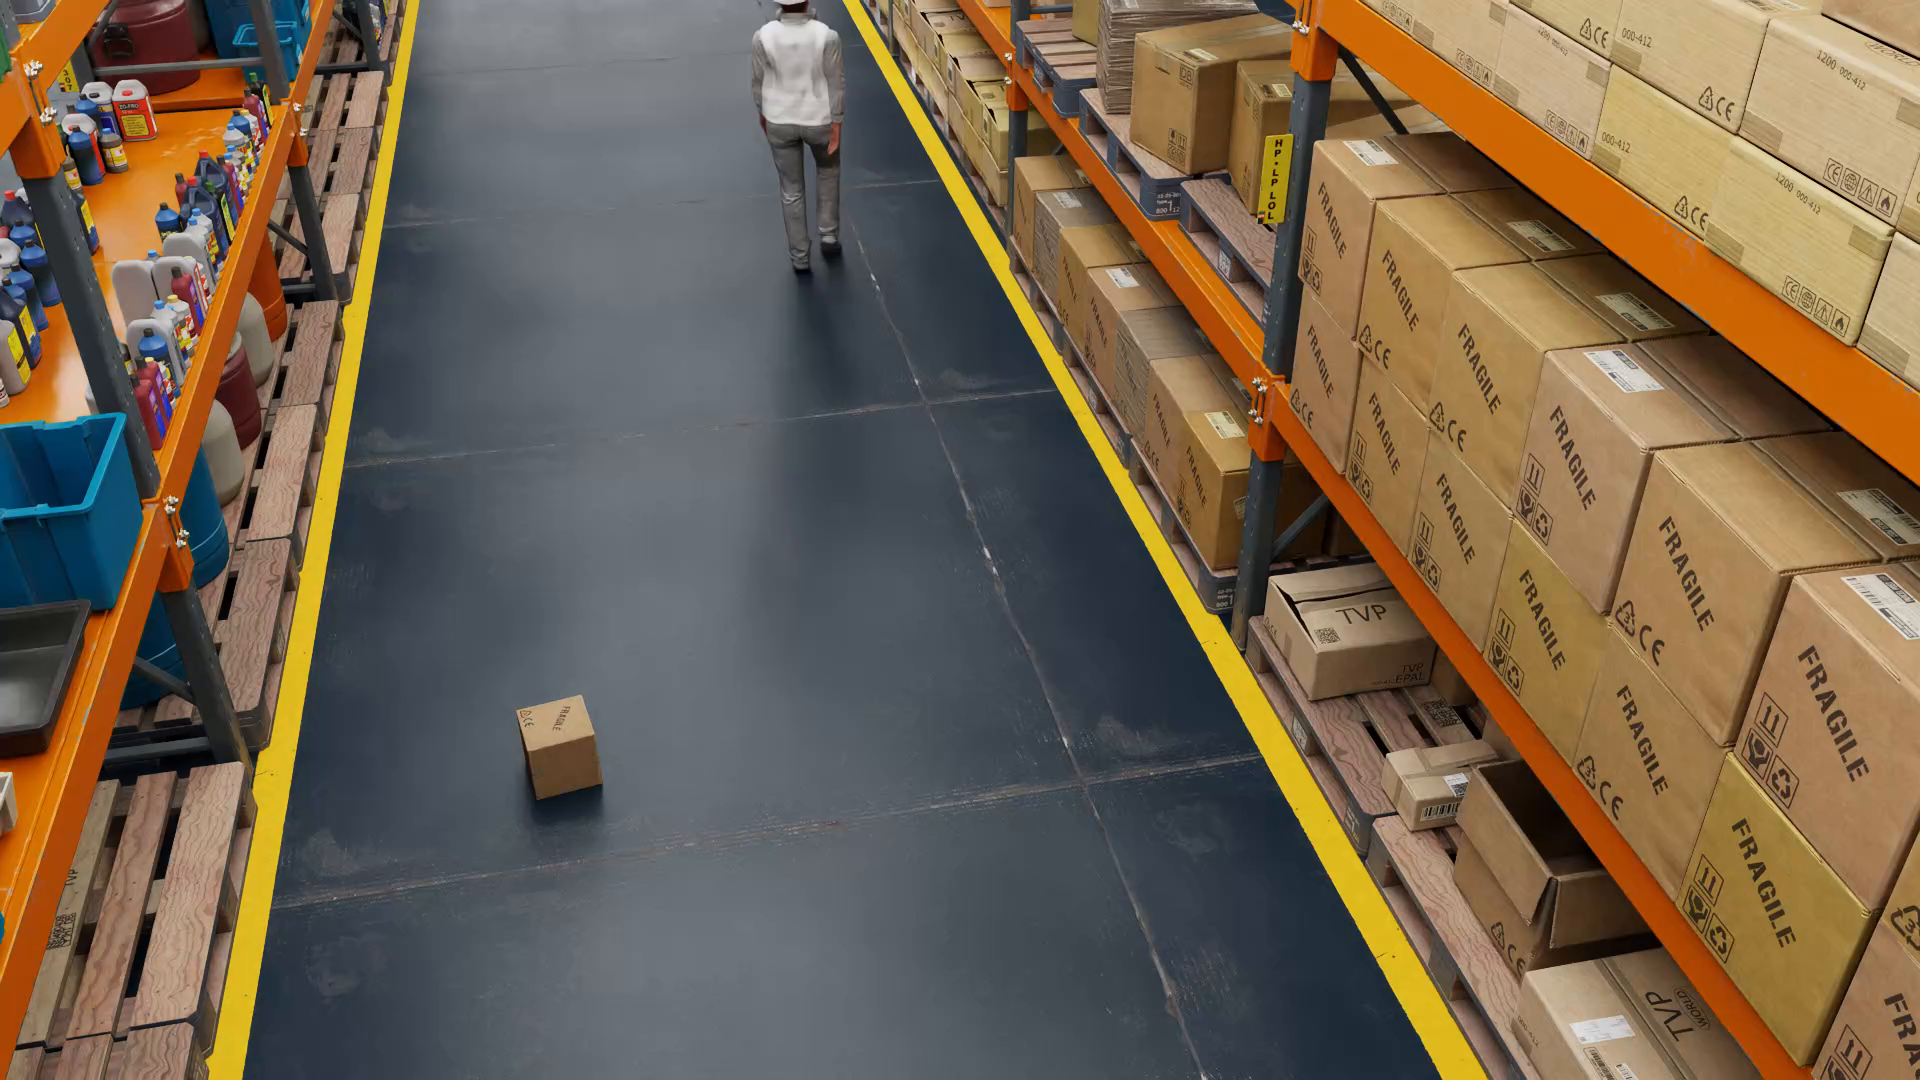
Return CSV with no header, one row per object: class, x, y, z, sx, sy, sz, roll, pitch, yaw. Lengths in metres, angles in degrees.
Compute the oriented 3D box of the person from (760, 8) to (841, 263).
person,-0.930,-2.412,9.789,0.448,1.464,0.515,-2,34,-3
